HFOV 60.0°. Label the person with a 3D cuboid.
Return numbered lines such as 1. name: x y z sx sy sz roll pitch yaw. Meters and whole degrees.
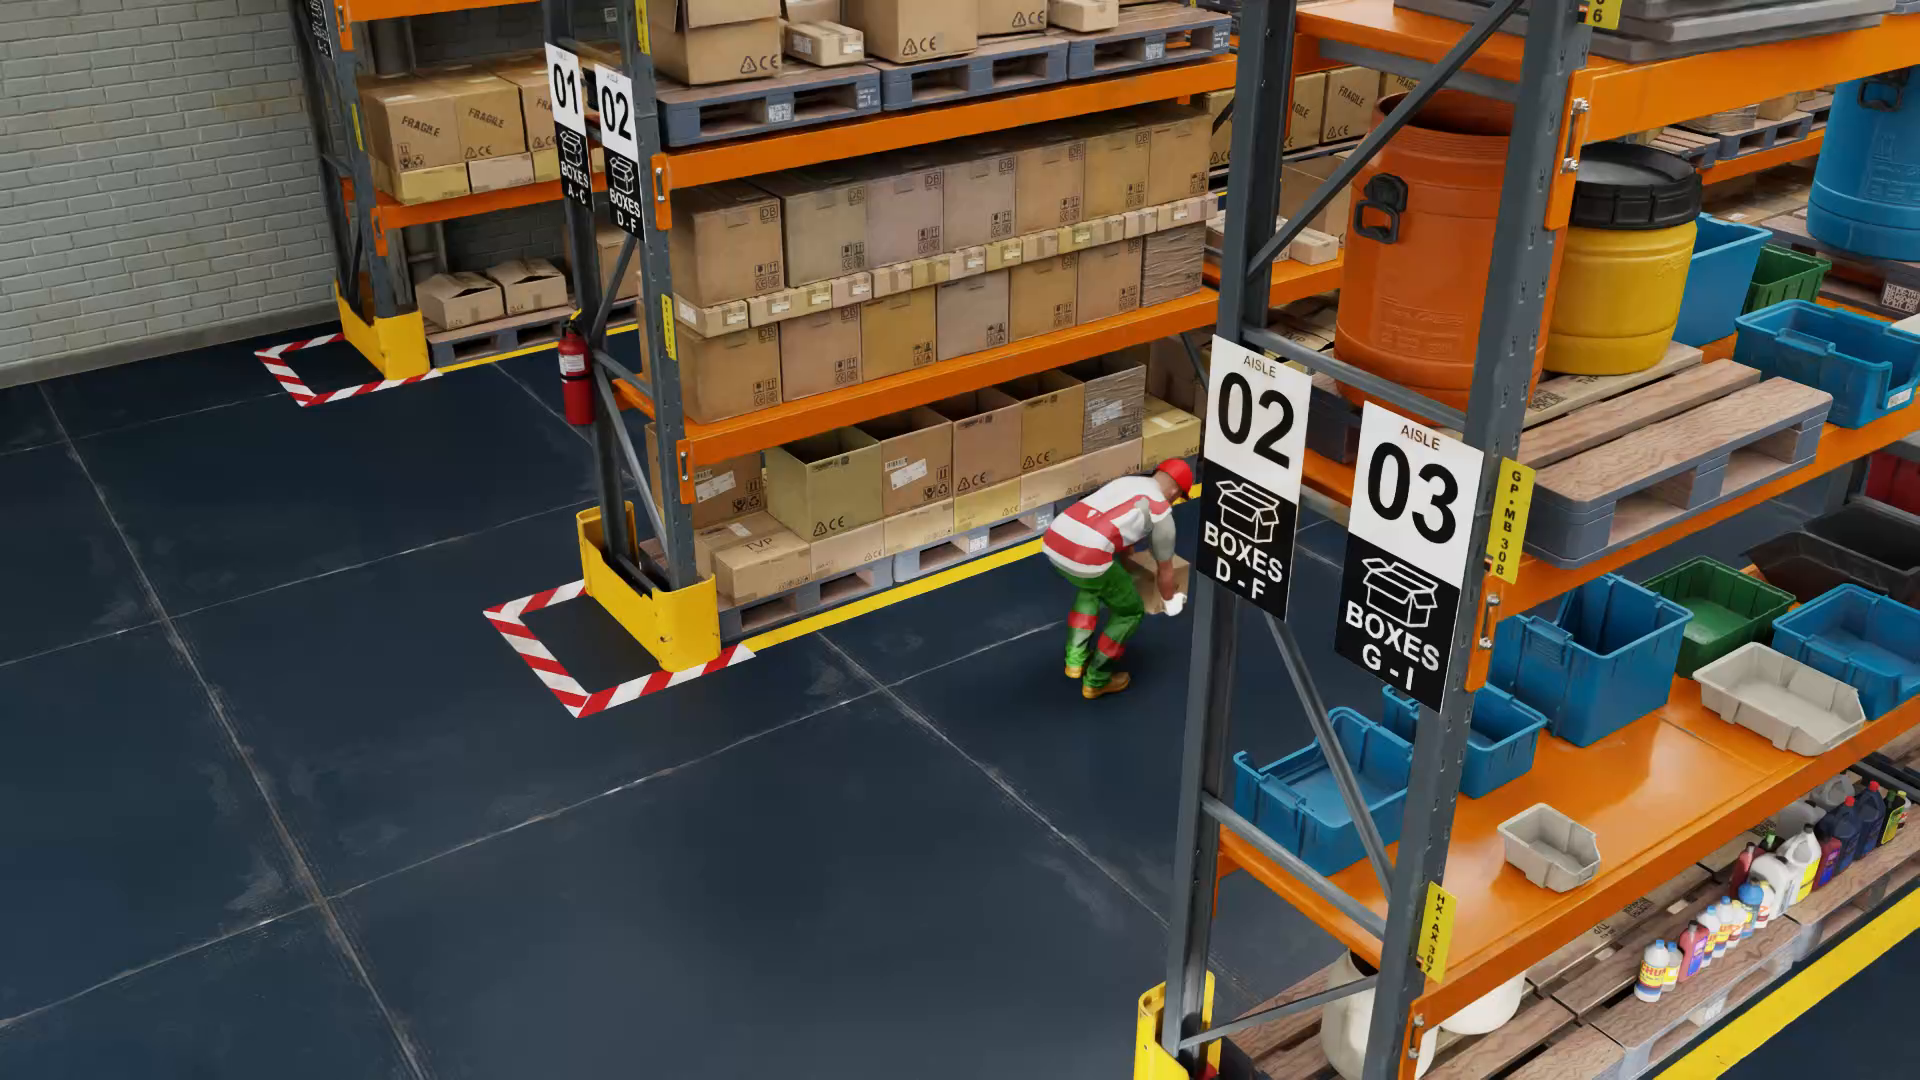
1. person: 0.866 0.195 8.898 0.947 1.157 0.509 -20 34 -33
